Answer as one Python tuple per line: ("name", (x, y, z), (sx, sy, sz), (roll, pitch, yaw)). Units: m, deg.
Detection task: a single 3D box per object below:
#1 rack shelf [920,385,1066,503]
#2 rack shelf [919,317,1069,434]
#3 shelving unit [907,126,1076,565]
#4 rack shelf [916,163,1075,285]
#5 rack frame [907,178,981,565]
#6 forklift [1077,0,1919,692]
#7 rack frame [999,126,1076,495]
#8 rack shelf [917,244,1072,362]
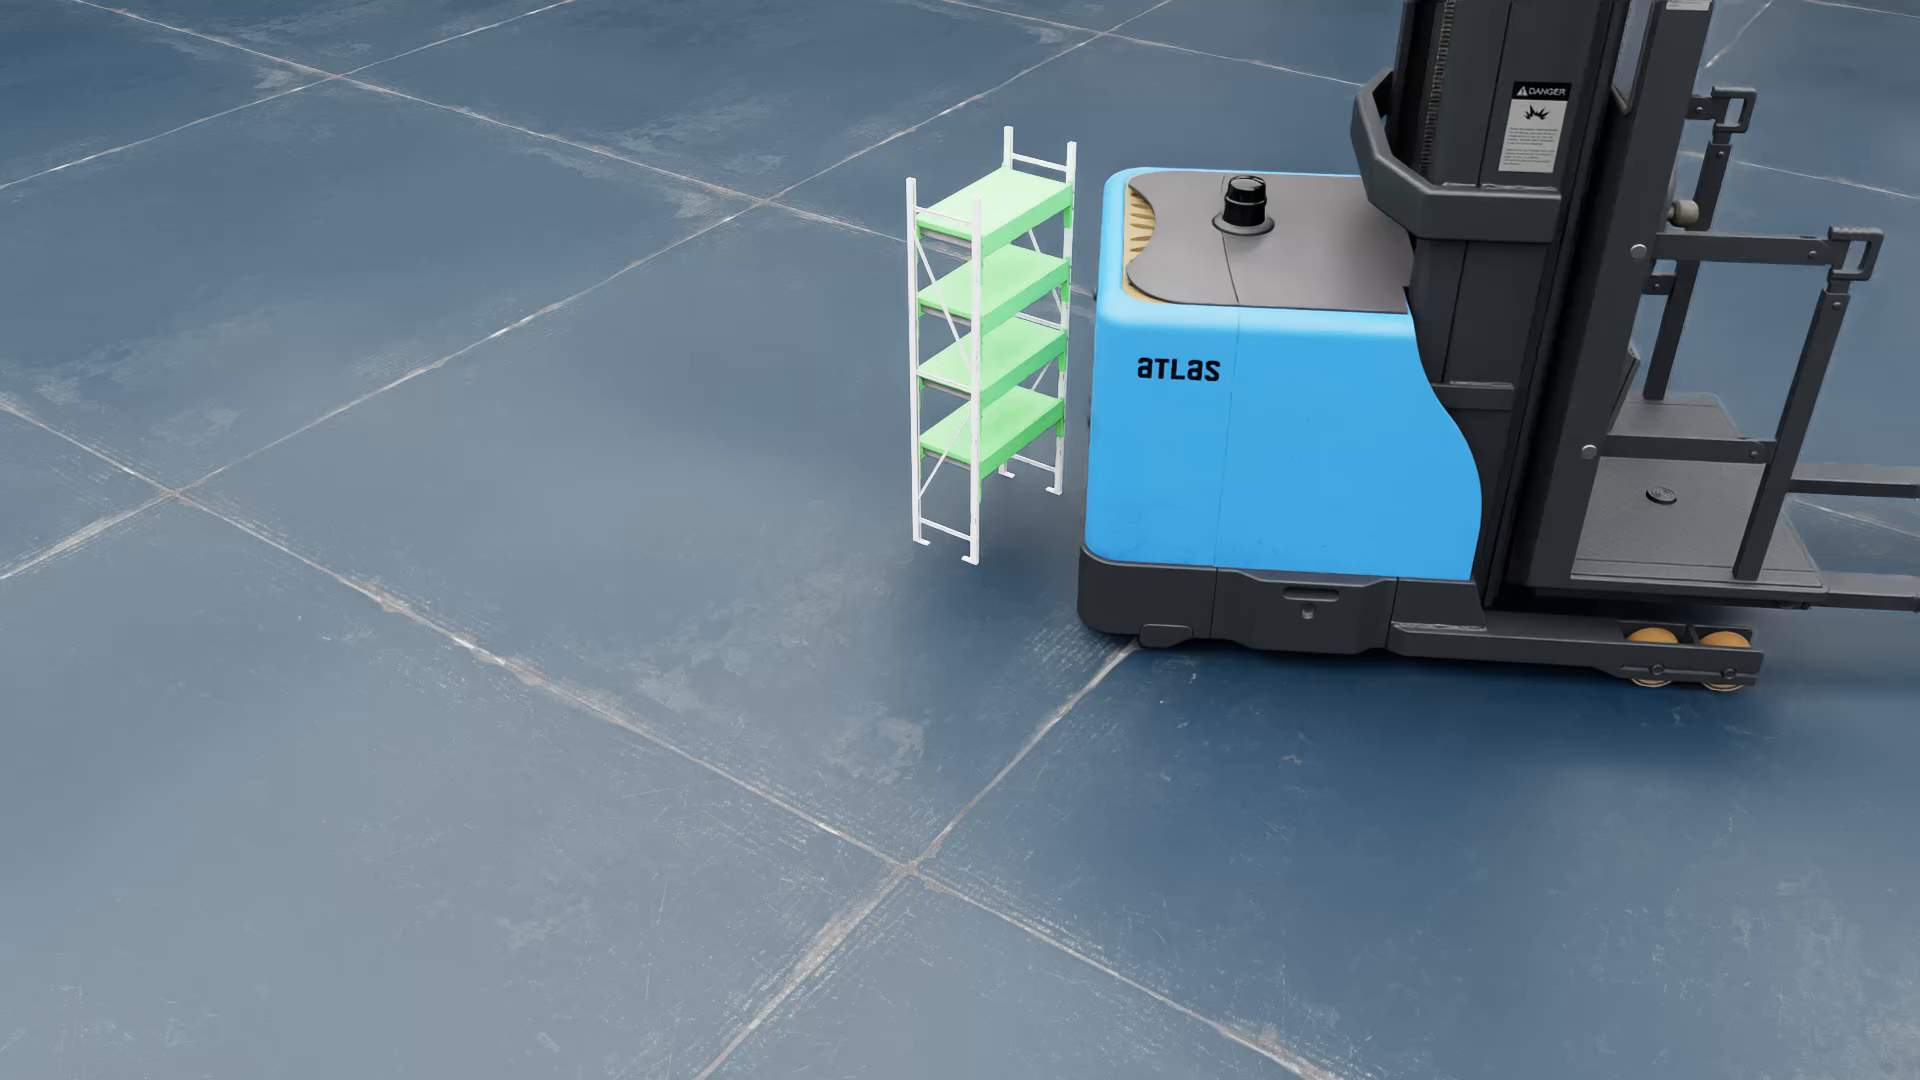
("rack shelf", (0.094, -0.321, 5.197), (0.258, 0.148, 0.480), (21, 39, 28))
("rack shelf", (0.094, -0.520, 5.062), (0.258, 0.148, 0.480), (21, 39, 28))
("shelving unit", (0.094, -0.573, 5.027), (0.258, 1.200, 0.503), (21, 39, 28))
("rack shelf", (0.094, -0.918, 4.793), (0.258, 0.148, 0.480), (21, 39, 28))
("rack frame", (-0.045, -0.461, 4.860), (0.240, 1.200, 0.015), (21, 39, 28))
("forklift", (1.887, -1.106, 4.270), (3.031, 2.935, 1.130), (3, 34, 5))
("rack frame", (0.234, -0.685, 5.193), (0.240, 1.200, 0.015), (21, 39, 28))
("rack shelf", (0.094, -0.719, 4.928), (0.258, 0.148, 0.480), (21, 39, 28))
